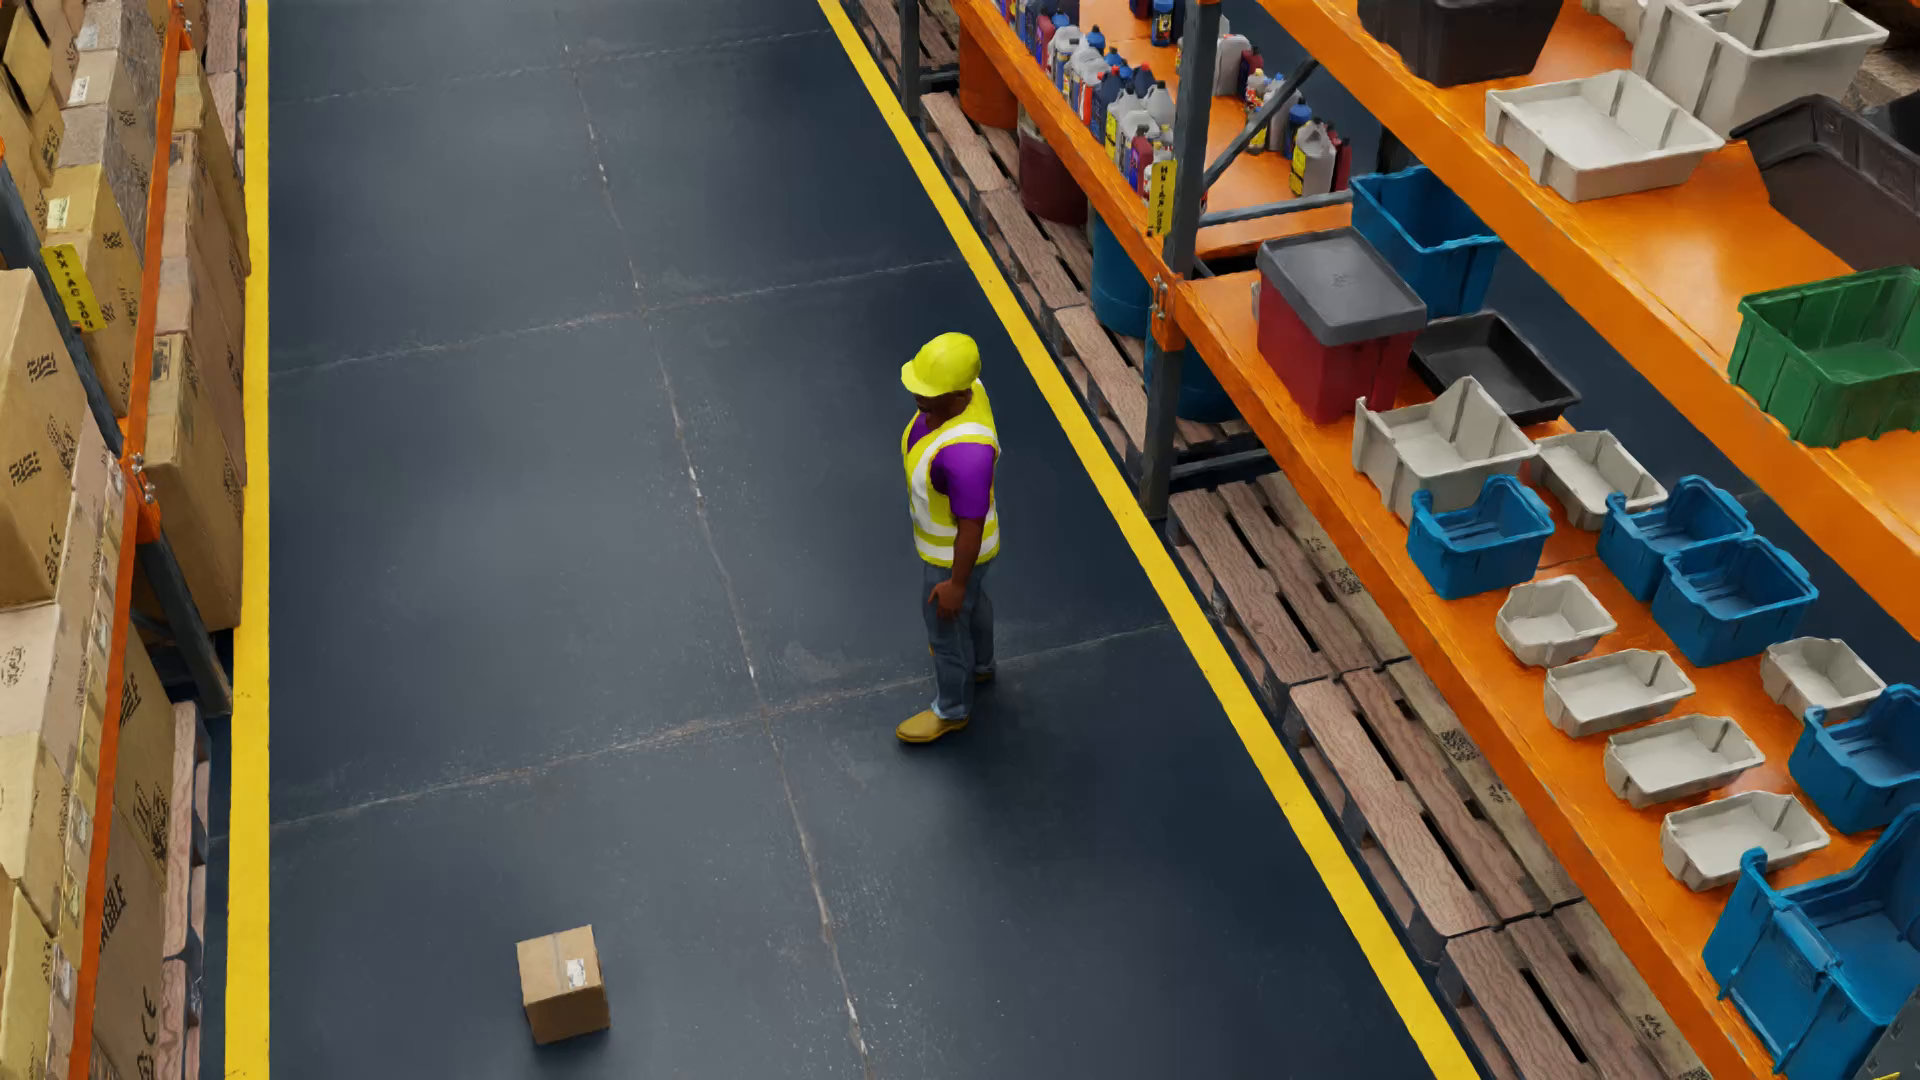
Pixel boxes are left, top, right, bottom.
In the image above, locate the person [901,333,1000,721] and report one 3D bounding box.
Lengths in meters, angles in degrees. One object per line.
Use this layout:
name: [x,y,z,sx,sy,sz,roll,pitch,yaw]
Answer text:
person: [-0.024,-0.031,6.096,0.357,1.704,0.637,-2,42,-3]
